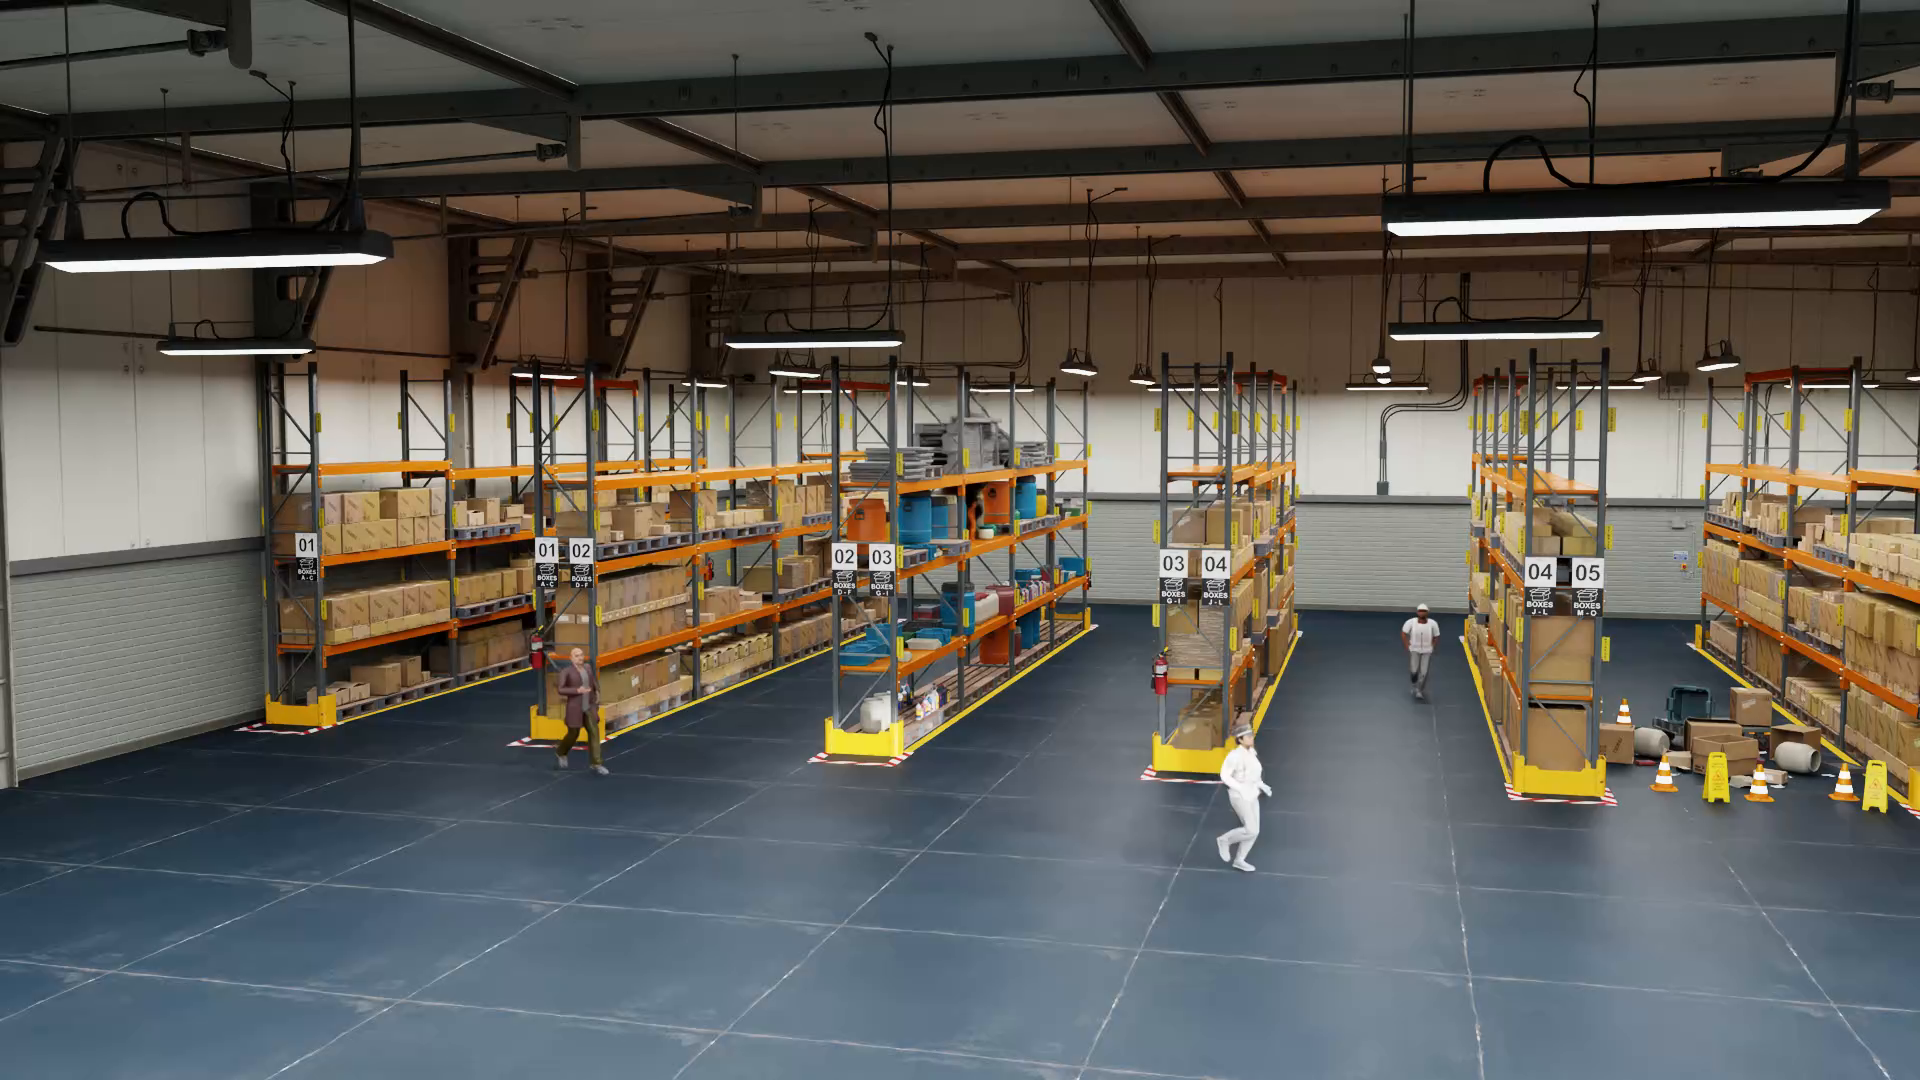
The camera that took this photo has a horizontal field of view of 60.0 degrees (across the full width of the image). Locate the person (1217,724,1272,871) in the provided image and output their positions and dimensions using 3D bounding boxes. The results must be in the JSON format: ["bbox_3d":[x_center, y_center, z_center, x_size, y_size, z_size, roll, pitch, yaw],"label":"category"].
[{"bbox_3d":[3.176,2.867,18.624,0.541,1.651,0.600,4,5,43],"label":"person"}]

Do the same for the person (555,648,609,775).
[{"bbox_3d":[-5.413,2.430,23.803,0.731,1.744,1.100,-4,5,-41],"label":"person"}]

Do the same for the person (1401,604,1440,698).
[{"bbox_3d":[8.344,2.016,30.093,0.670,1.723,0.563,1,4,11],"label":"person"}]
